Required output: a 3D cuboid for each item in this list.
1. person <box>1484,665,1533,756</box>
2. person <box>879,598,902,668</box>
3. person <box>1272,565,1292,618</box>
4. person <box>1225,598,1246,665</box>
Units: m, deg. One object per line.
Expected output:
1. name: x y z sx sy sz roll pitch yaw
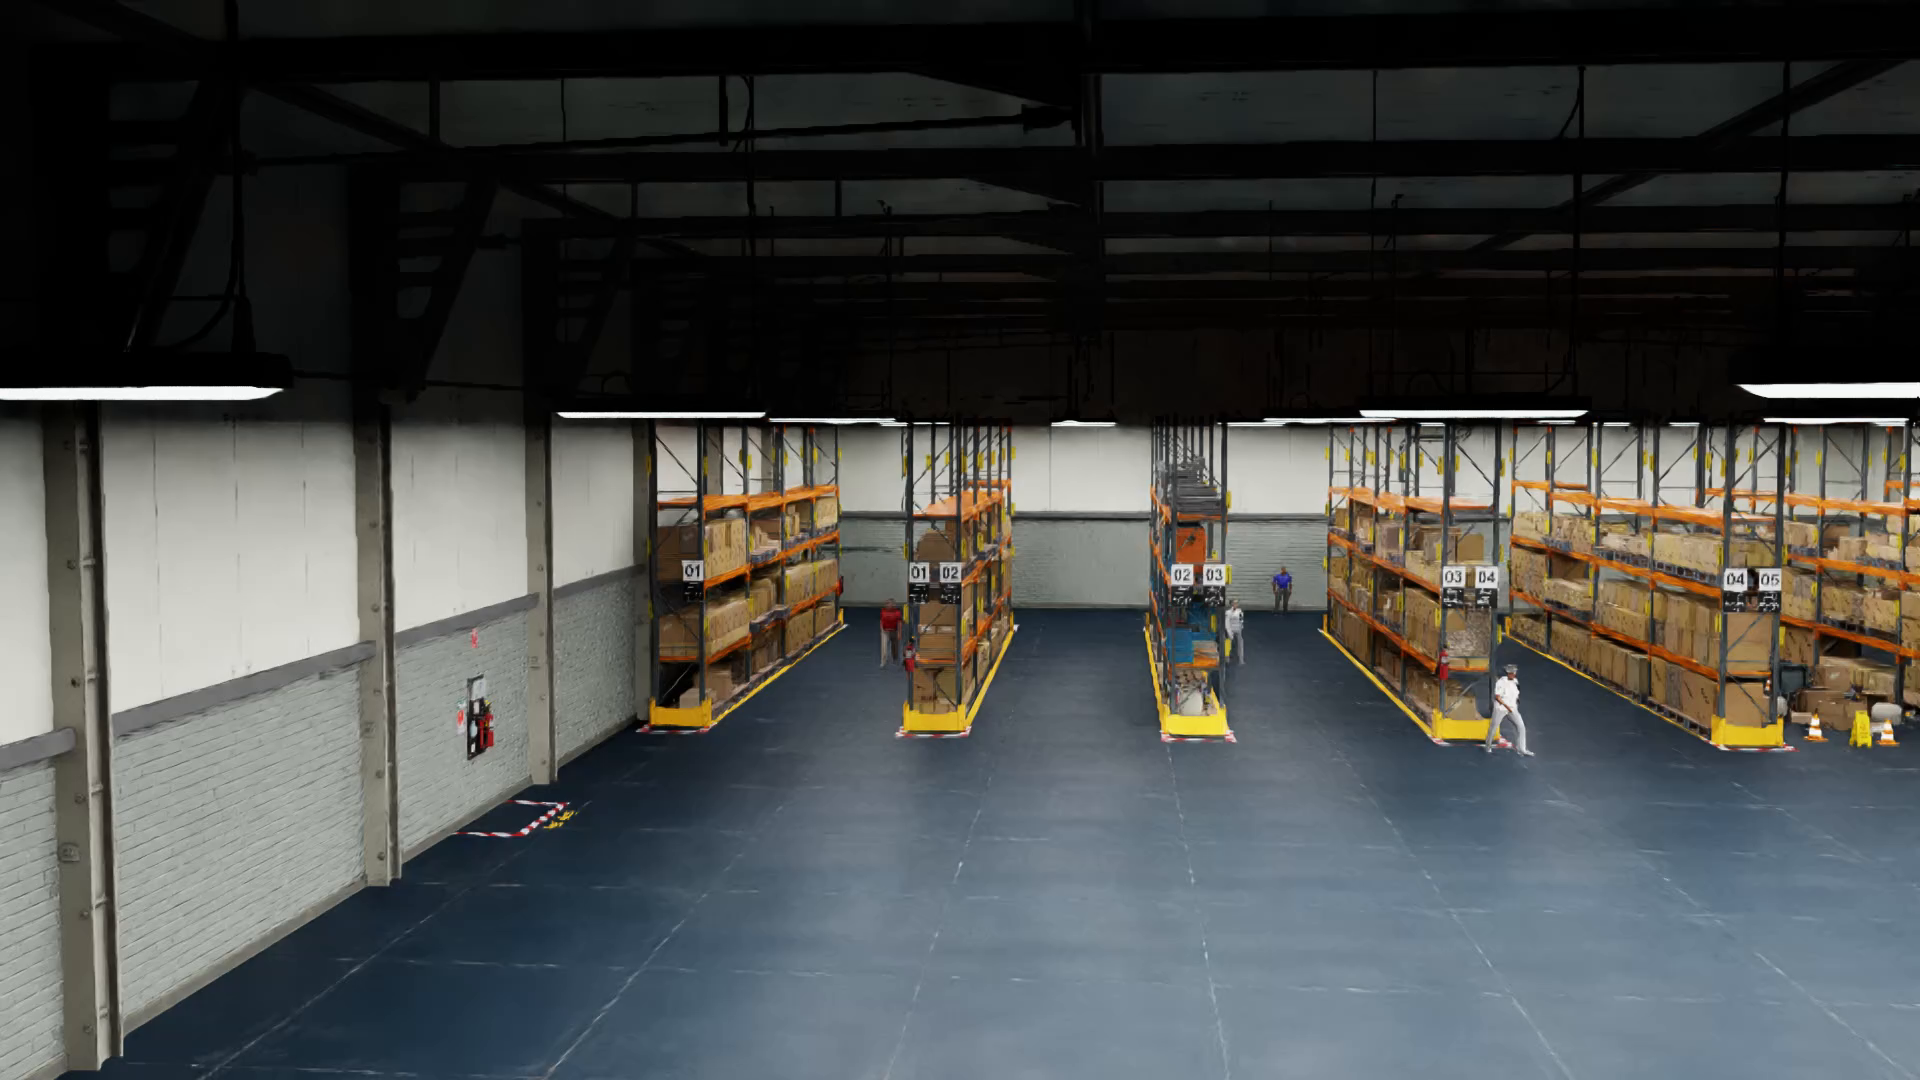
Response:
1. person: 9.580 2.950 29.128 0.625 1.608 0.815 -1 4 -13
2. person: -1.658 2.205 39.806 0.540 1.646 1.130 0 4 3
3. person: 9.714 1.557 50.141 0.592 1.604 0.518 0 4 3
4. person: 6.630 2.188 40.230 0.483 1.621 0.993 0 4 -3
